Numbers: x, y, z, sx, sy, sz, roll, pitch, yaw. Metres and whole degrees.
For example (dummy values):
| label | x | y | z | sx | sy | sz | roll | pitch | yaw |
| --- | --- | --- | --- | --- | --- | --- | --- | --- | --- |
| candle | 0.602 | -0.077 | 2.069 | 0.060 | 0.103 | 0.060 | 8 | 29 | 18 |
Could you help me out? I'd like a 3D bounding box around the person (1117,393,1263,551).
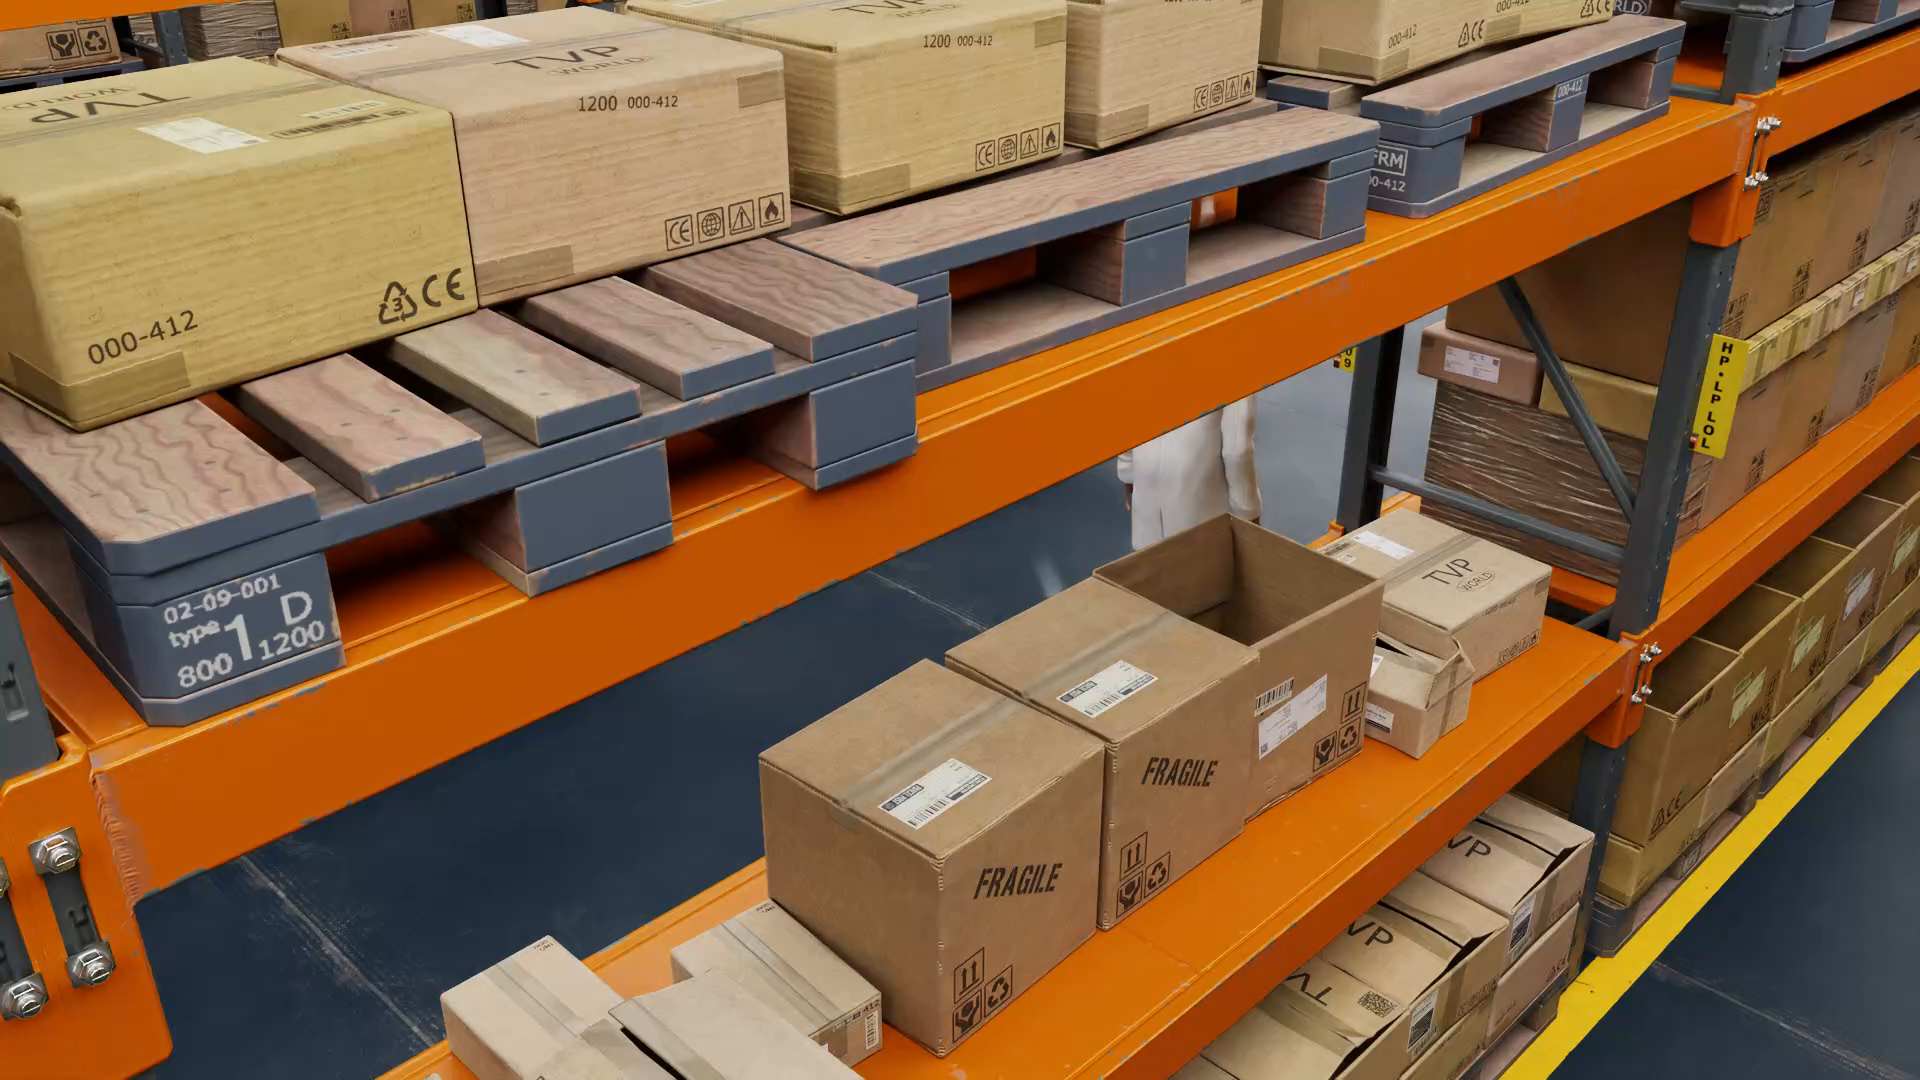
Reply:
| label | x | y | z | sx | sy | sz | roll | pitch | yaw |
| --- | --- | --- | --- | --- | --- | --- | --- | --- | --- |
| person | 0.884 | -0.168 | 6.461 | 0.649 | 1.772 | 0.429 | 22 | 35 | 36 |
